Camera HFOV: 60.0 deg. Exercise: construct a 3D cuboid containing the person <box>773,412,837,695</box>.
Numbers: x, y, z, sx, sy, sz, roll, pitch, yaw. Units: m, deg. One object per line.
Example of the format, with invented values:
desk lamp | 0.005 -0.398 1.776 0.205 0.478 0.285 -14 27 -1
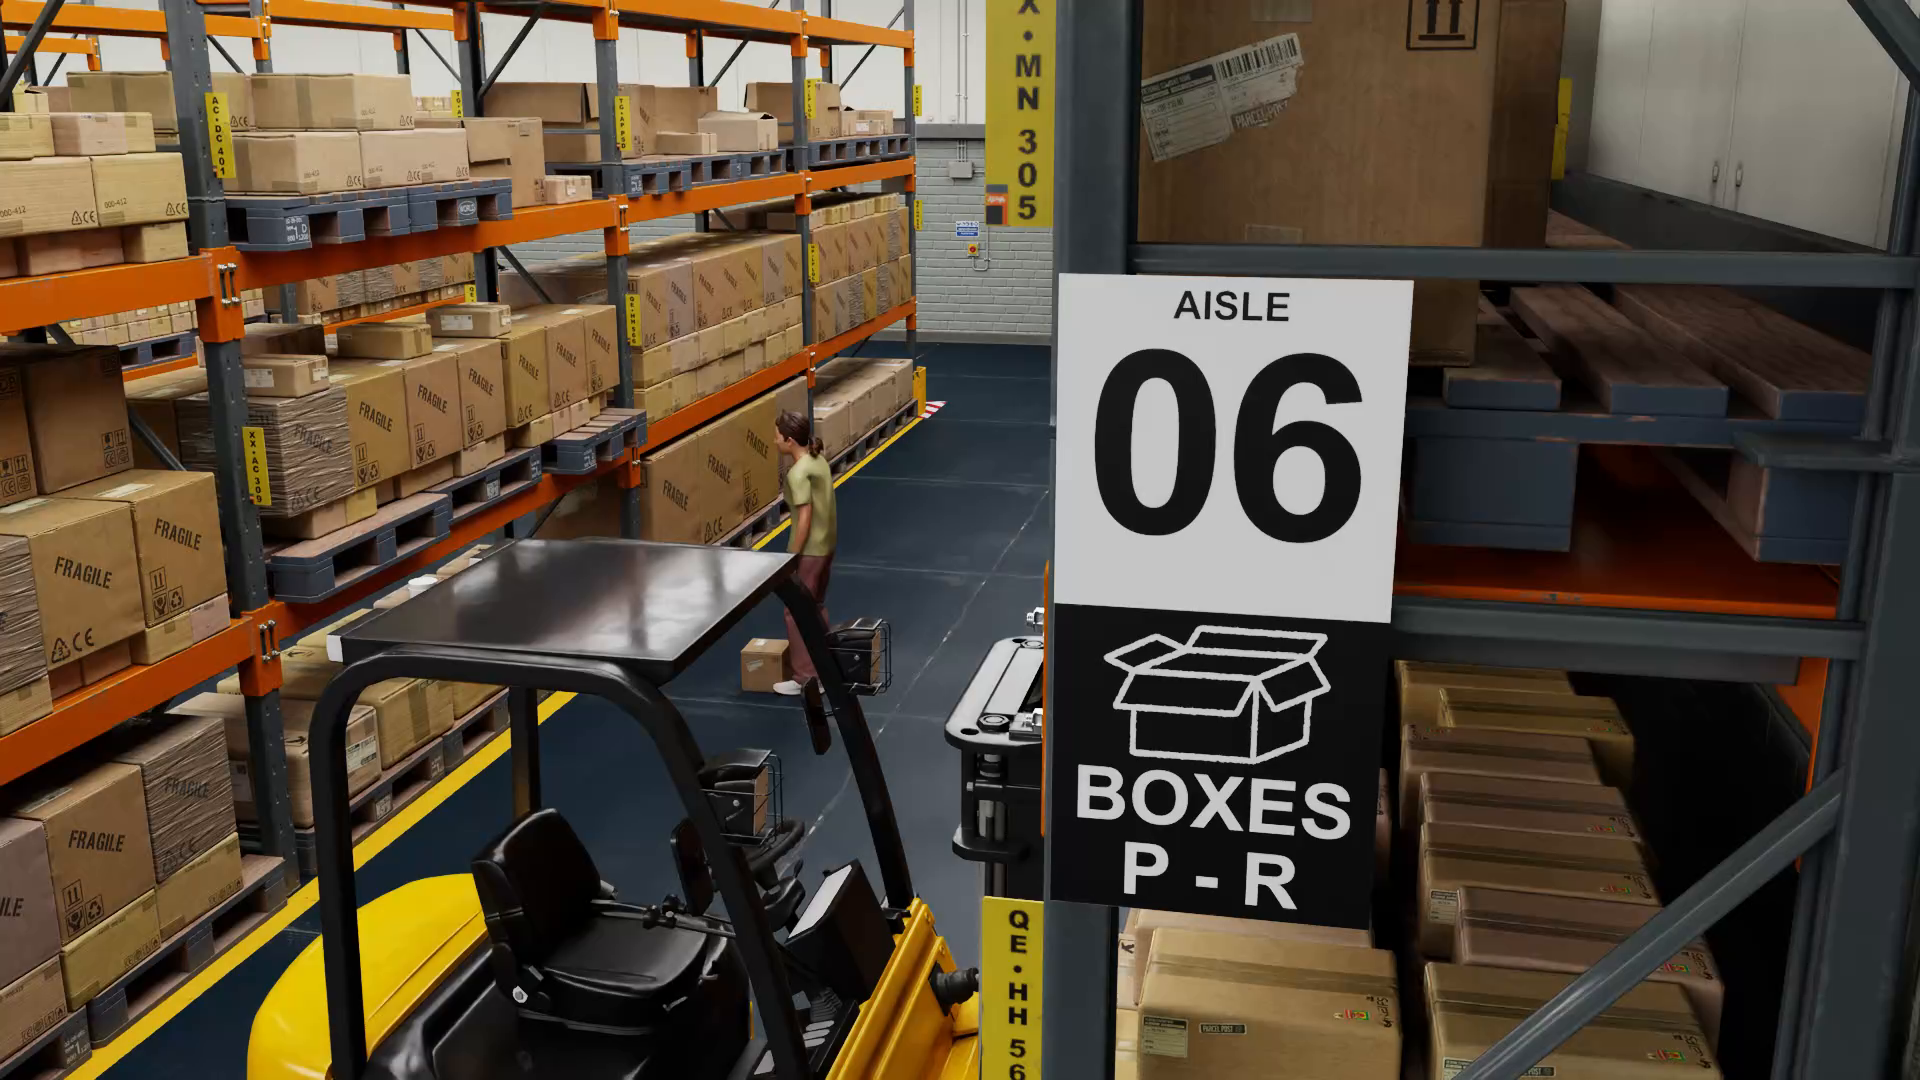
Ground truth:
person | -0.908 0.072 9.742 0.359 1.673 0.498 3 15 11
